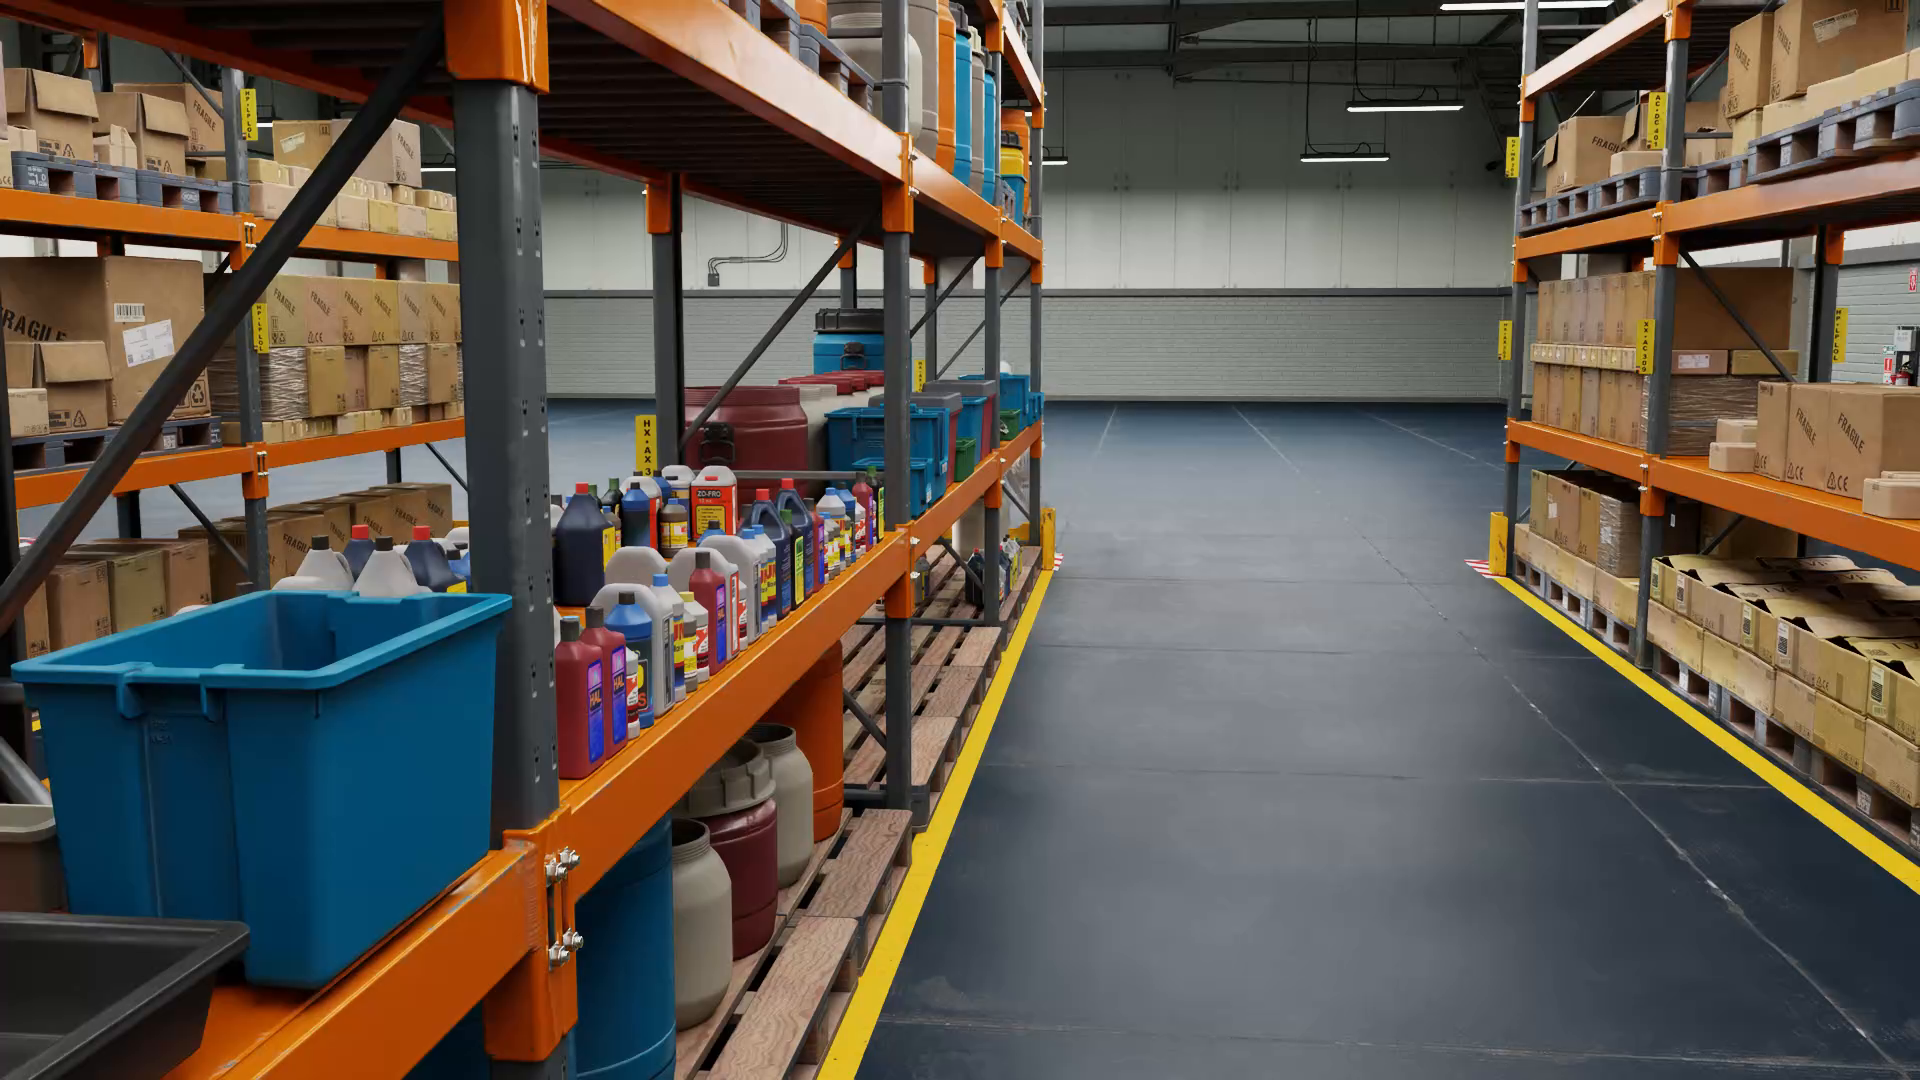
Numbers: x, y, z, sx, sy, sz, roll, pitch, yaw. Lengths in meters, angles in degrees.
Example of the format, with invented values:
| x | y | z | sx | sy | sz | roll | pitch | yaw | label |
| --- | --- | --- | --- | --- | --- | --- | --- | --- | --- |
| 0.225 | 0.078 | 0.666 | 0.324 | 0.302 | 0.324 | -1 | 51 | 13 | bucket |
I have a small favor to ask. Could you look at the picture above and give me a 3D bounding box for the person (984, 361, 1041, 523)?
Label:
| x | y | z | sx | sy | sz | roll | pitch | yaw | label |
| --- | --- | --- | --- | --- | --- | --- | --- | --- | --- |
| 0.326 | -0.841 | 15.824 | 0.994 | 1.722 | 0.660 | 1 | 7 | 10 | person |
